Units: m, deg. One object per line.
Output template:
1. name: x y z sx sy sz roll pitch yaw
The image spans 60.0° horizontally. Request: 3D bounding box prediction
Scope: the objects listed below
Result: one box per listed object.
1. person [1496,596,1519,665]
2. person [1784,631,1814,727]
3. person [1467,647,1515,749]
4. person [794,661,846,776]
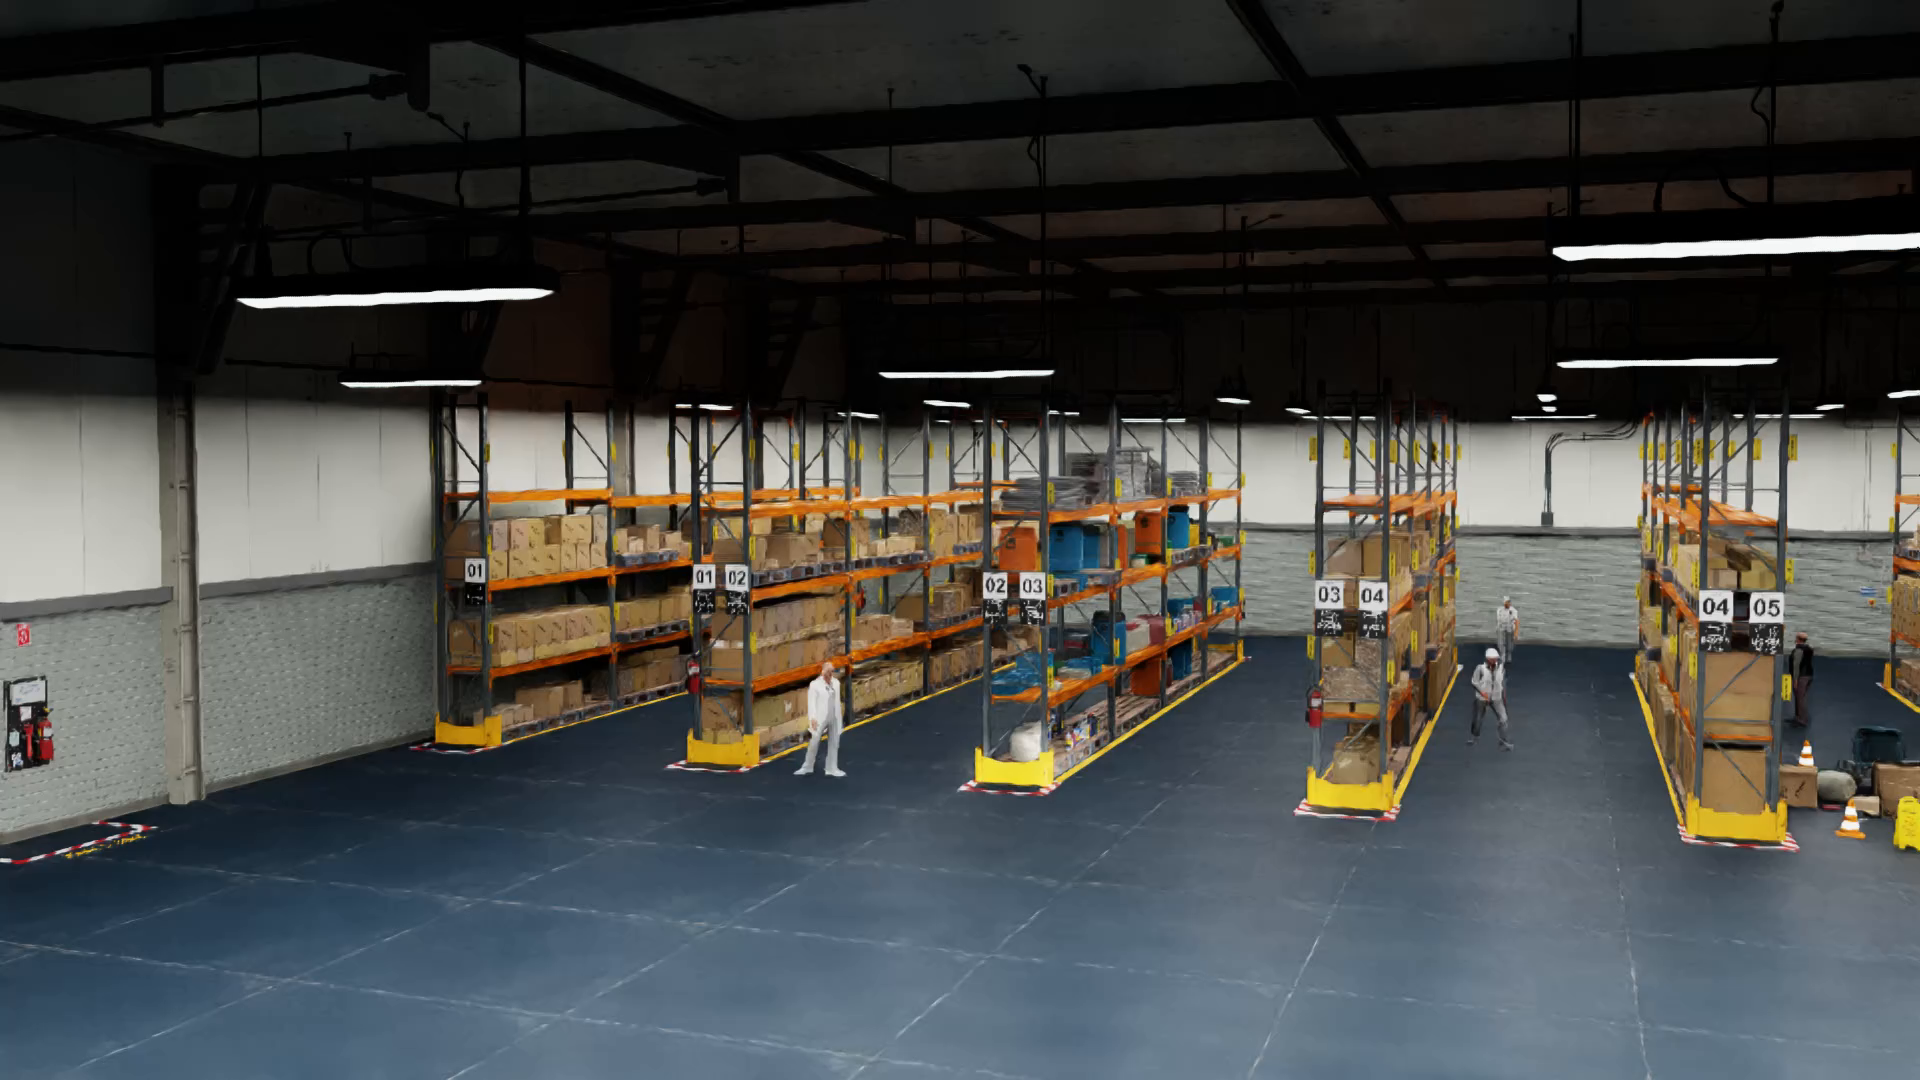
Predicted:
1. person: 12.852 2.117 39.037 0.493 1.606 0.991 1 3 19
2. person: 15.243 2.518 30.253 0.578 1.725 0.494 -3 4 -41
3. person: 8.936 2.647 28.049 0.683 1.713 0.837 0 3 4
4. person: -2.162 2.755 25.607 0.760 1.773 0.508 -2 3 -27
